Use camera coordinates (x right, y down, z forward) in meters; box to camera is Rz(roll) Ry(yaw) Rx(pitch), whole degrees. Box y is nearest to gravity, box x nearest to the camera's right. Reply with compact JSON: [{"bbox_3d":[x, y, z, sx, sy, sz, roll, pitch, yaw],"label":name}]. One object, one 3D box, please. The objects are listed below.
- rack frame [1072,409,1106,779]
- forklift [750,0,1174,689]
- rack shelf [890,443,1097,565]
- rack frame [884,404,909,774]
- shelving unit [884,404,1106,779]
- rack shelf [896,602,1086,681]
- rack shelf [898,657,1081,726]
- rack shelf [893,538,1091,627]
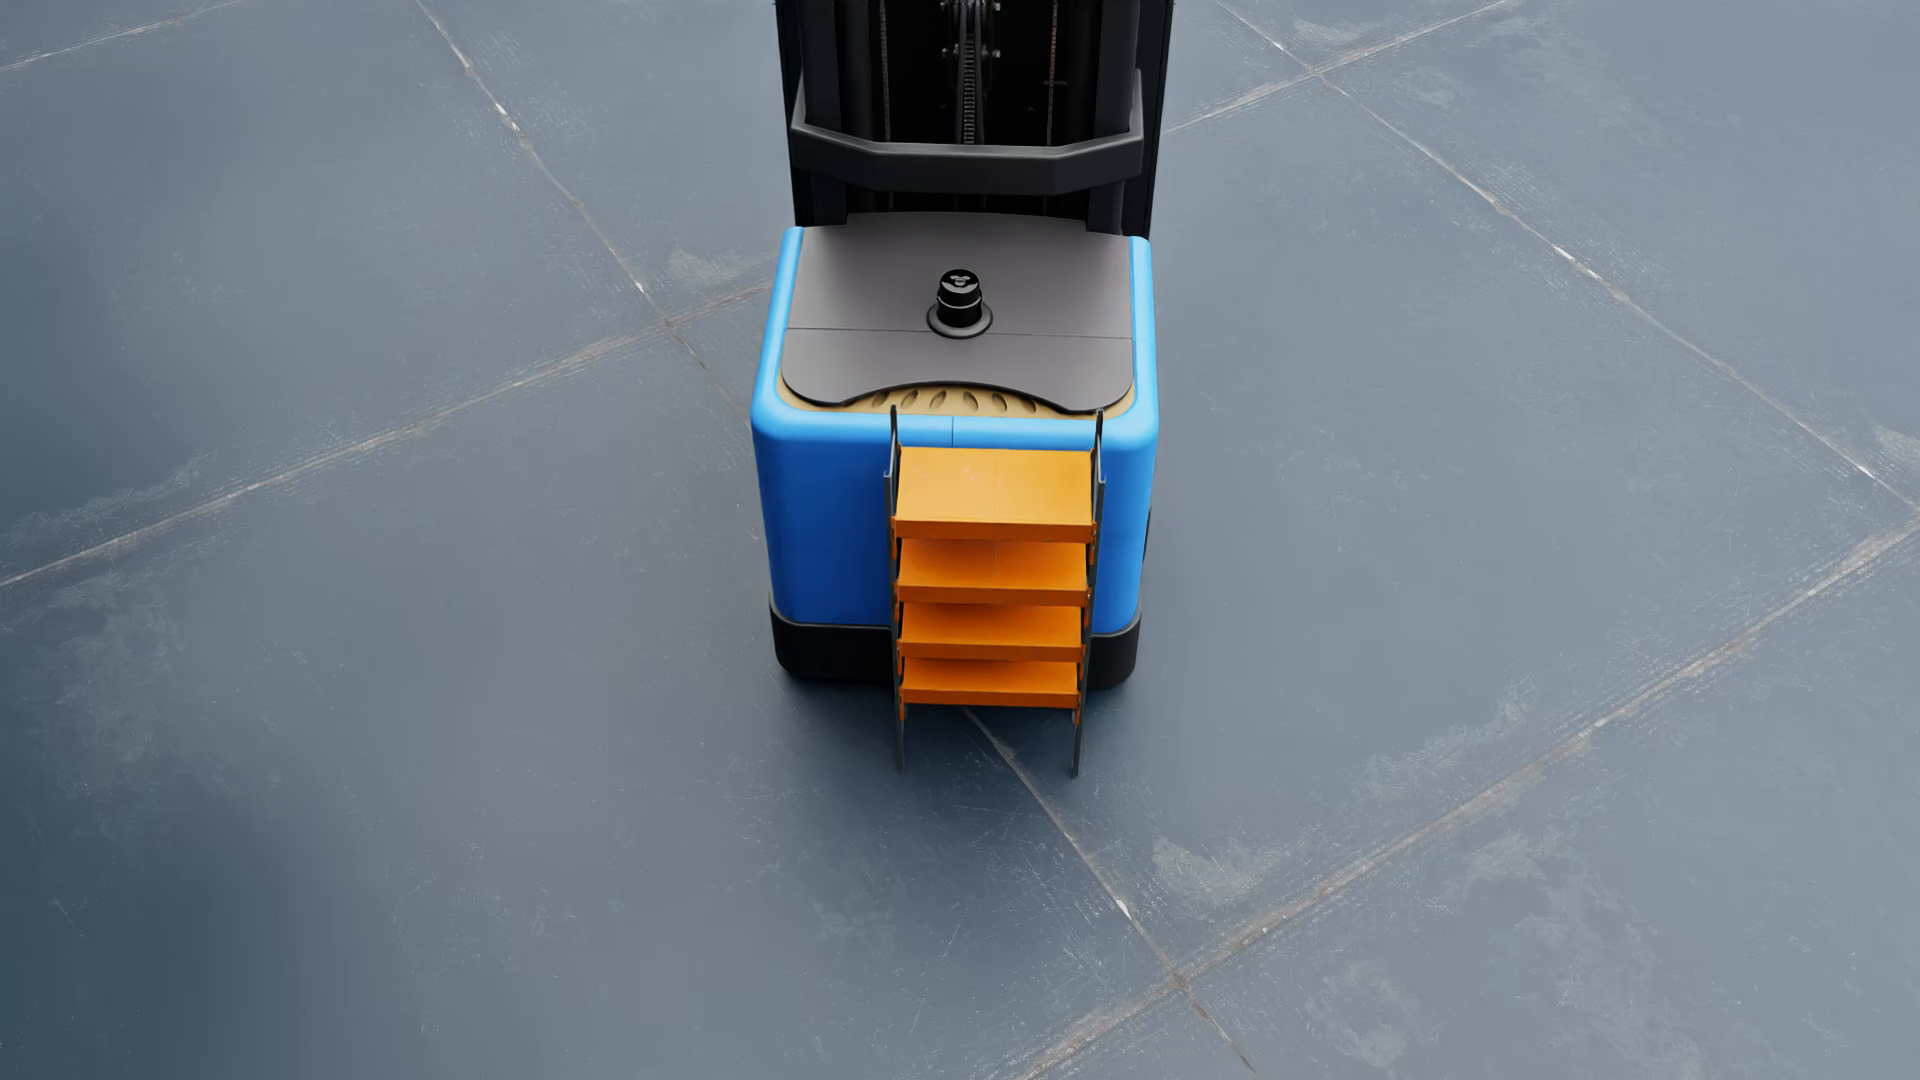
[{"bbox_3d":[0.326,0.180,4.286,0.015,1.200,0.240,2,48,1],"label":"rack frame"},{"bbox_3d":[0.050,-1.644,4.751,1.130,2.935,3.031,2,48,2],"label":"forklift"},{"bbox_3d":[0.082,-0.088,3.999,0.480,0.148,0.258,2,48,1],"label":"rack shelf"},{"bbox_3d":[-0.161,0.167,4.298,0.015,1.200,0.240,2,48,1],"label":"rack frame"},{"bbox_3d":[0.082,0.173,4.292,0.503,1.200,0.258,2,48,1],"label":"shelving unit"},{"bbox_3d":[0.082,0.218,4.343,0.480,0.148,0.258,2,48,1],"label":"rack shelf"},{"bbox_3d":[0.082,0.350,4.491,0.480,0.148,0.258,2,48,1],"label":"rack shelf"},{"bbox_3d":[0.082,0.069,4.175,0.480,0.148,0.258,2,48,1],"label":"rack shelf"}]
